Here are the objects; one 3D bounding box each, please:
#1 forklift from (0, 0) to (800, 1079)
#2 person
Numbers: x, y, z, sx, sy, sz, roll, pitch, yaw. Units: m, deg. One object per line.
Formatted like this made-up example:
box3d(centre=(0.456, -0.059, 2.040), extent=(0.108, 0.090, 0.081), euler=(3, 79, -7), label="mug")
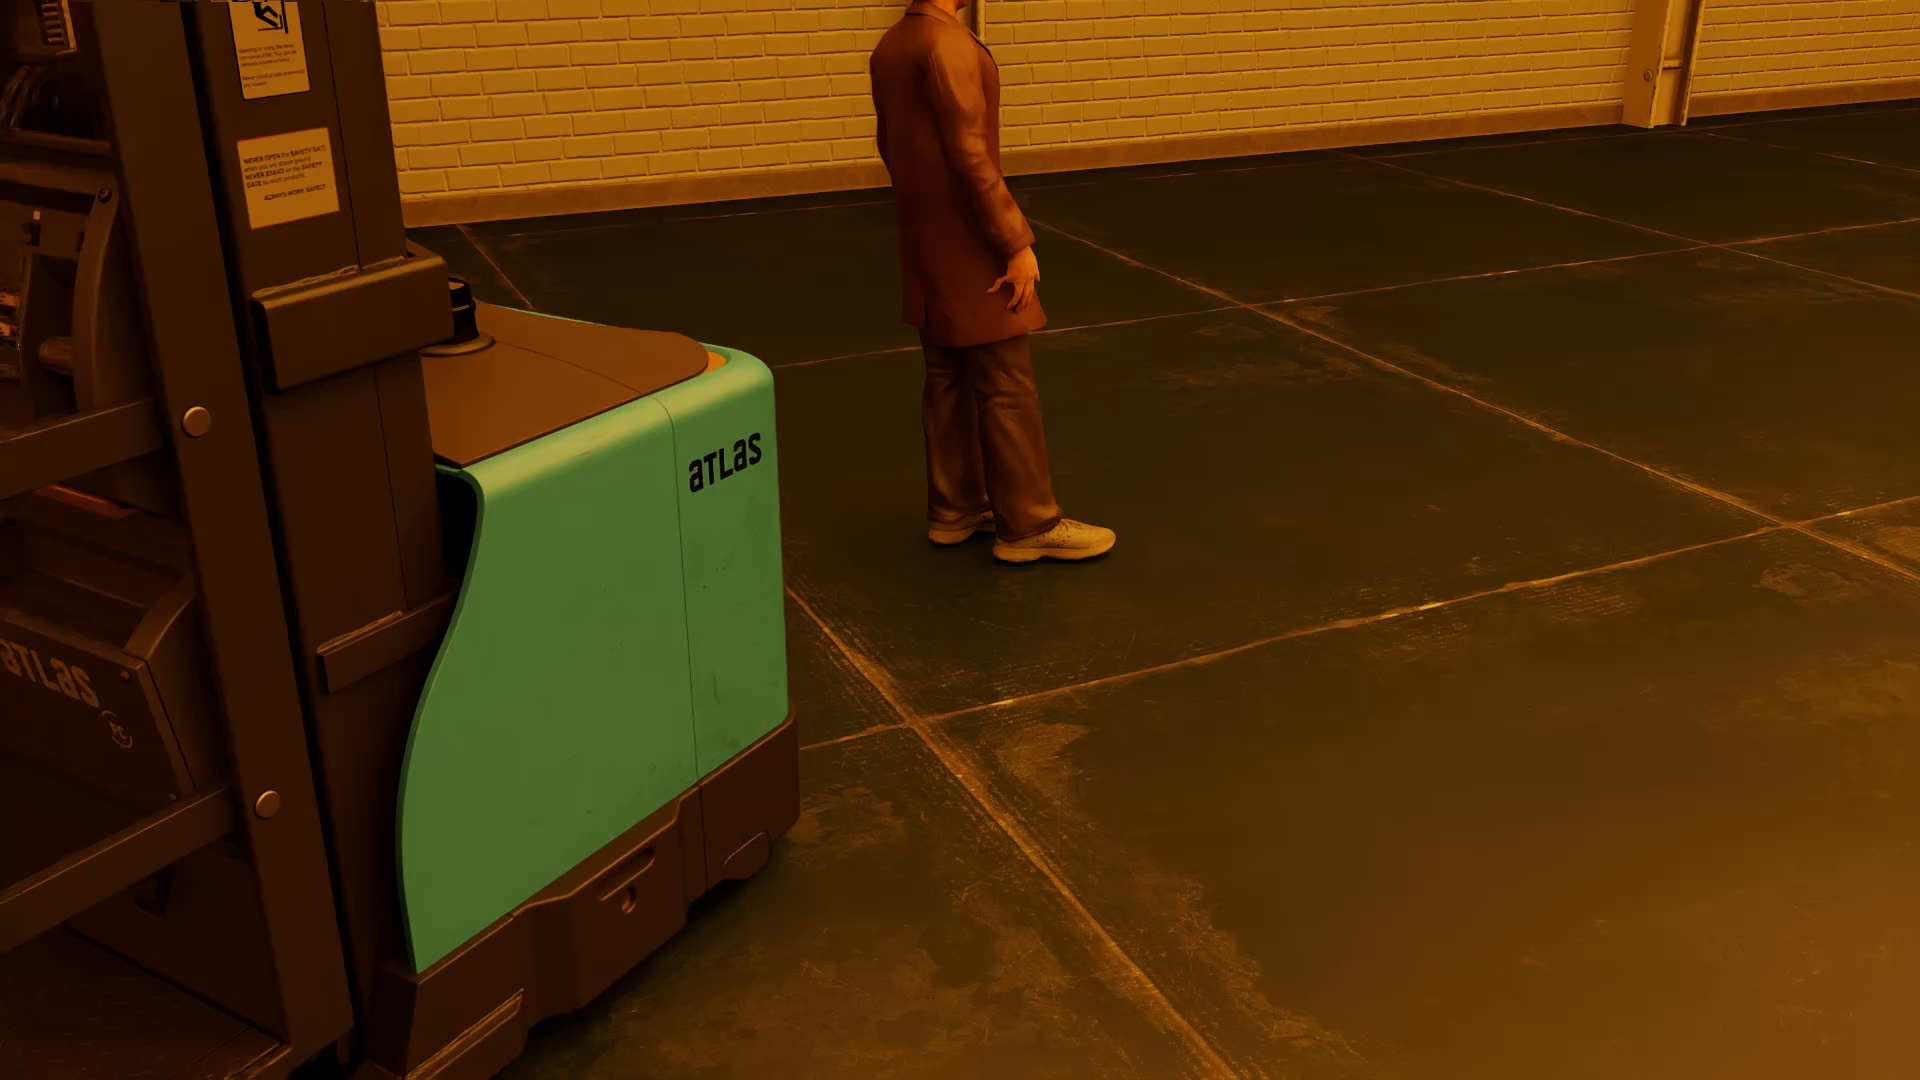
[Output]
box3d(centre=(-1.532, -0.329, 2.078), extent=(1.130, 2.935, 3.031), euler=(13, 26, 29), label="forklift")
box3d(centre=(0.085, -0.841, 4.796), extent=(0.579, 1.777, 0.696), euler=(-10, 25, -23), label="person")
